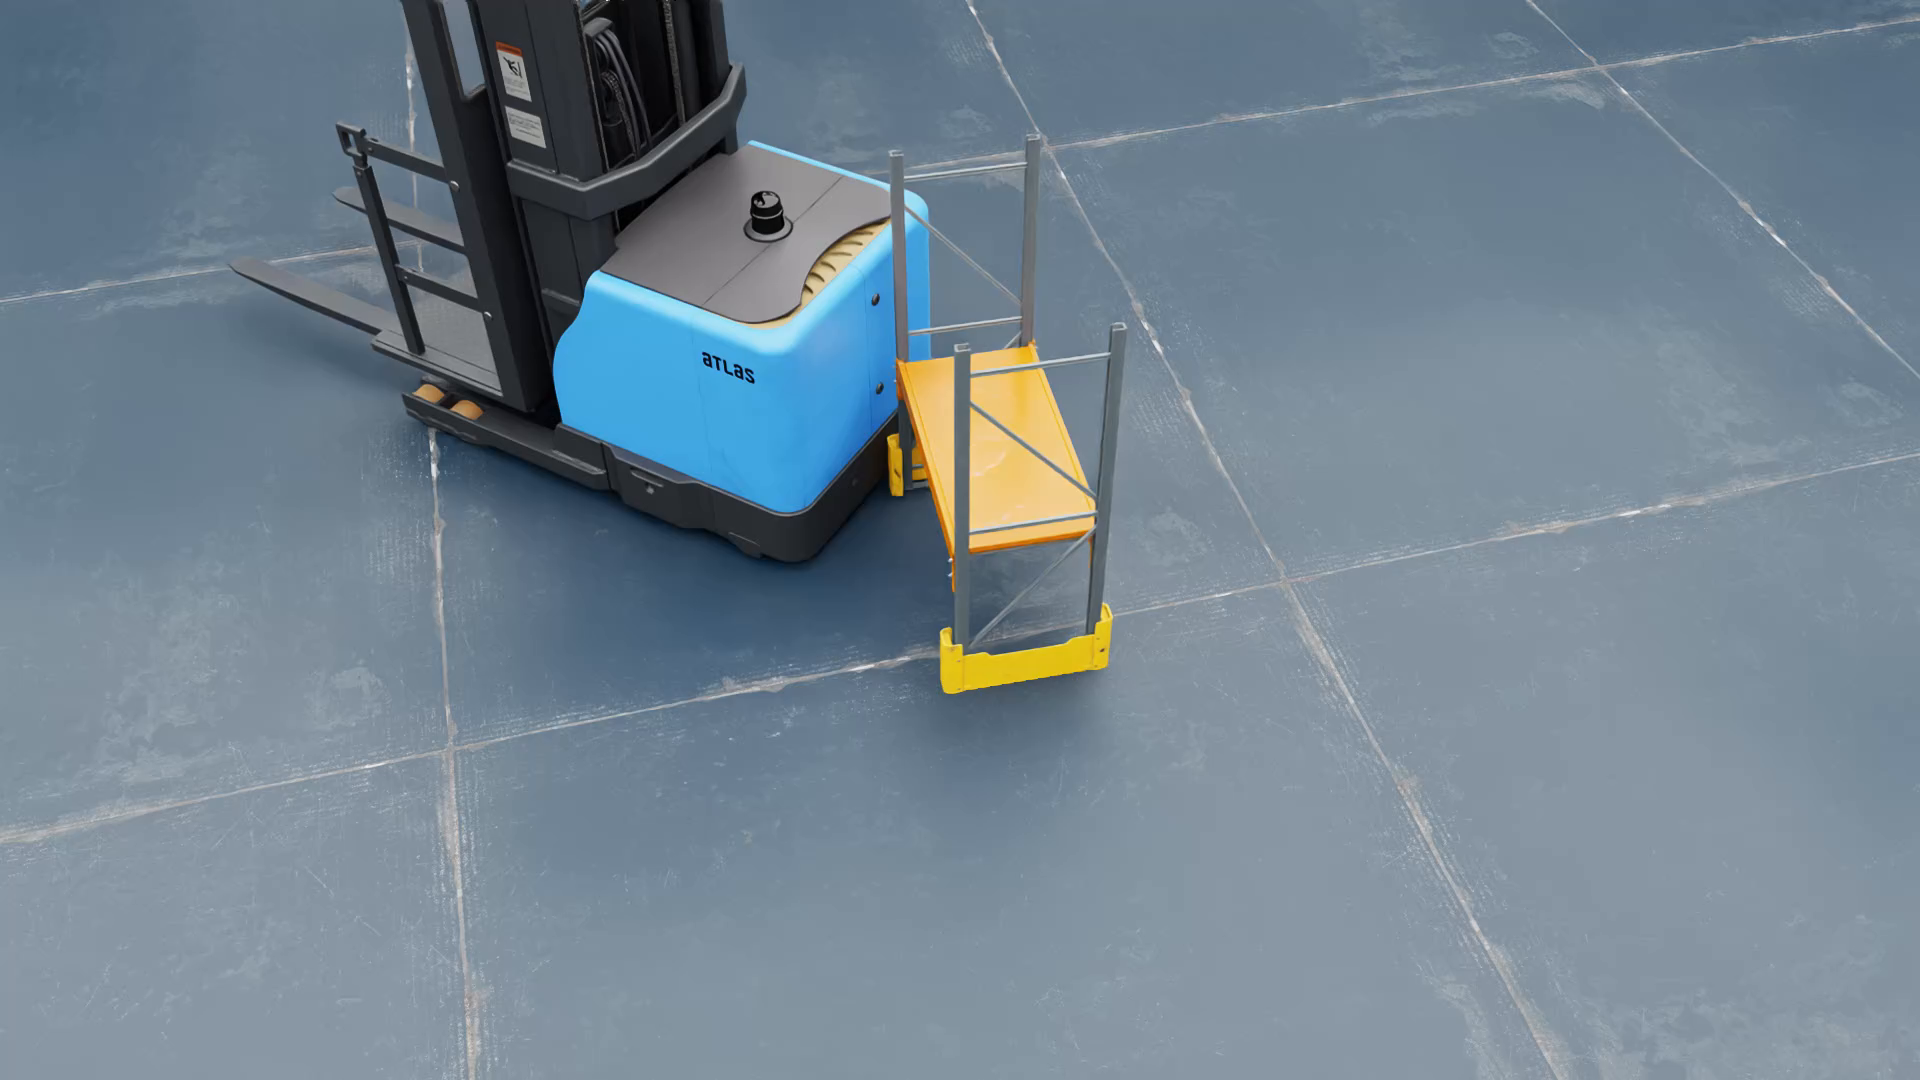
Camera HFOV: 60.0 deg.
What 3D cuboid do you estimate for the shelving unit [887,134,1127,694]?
[{"bbox_3d":[0.121,-0.412,5.604,0.587,1.500,1.083,-9,46,-8],"label":"shelving unit"}]

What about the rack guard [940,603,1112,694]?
[{"bbox_3d":[0.225,0.373,5.709,0.587,0.250,0.087,-9,46,-8],"label":"rack guard"}]

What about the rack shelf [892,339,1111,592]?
[{"bbox_3d":[0.123,-0.280,5.726,0.538,0.185,1.000,-9,46,-8],"label":"rack shelf"}]

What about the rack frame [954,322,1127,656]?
[{"bbox_3d":[0.229,-0.051,5.250,0.500,1.500,0.032,-9,46,-8],"label":"rack frame"}]

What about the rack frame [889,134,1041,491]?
[{"bbox_3d":[0.017,-0.761,5.946,0.500,1.500,0.032,-9,46,-8],"label":"rack frame"}]

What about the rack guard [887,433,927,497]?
[{"bbox_3d":[0.017,-0.323,6.391,0.587,0.250,0.087,-9,46,-8],"label":"rack guard"}]

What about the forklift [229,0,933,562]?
[{"bbox_3d":[-1.637,-1.723,5.886,3.031,2.935,1.130,22,49,20],"label":"forklift"}]
